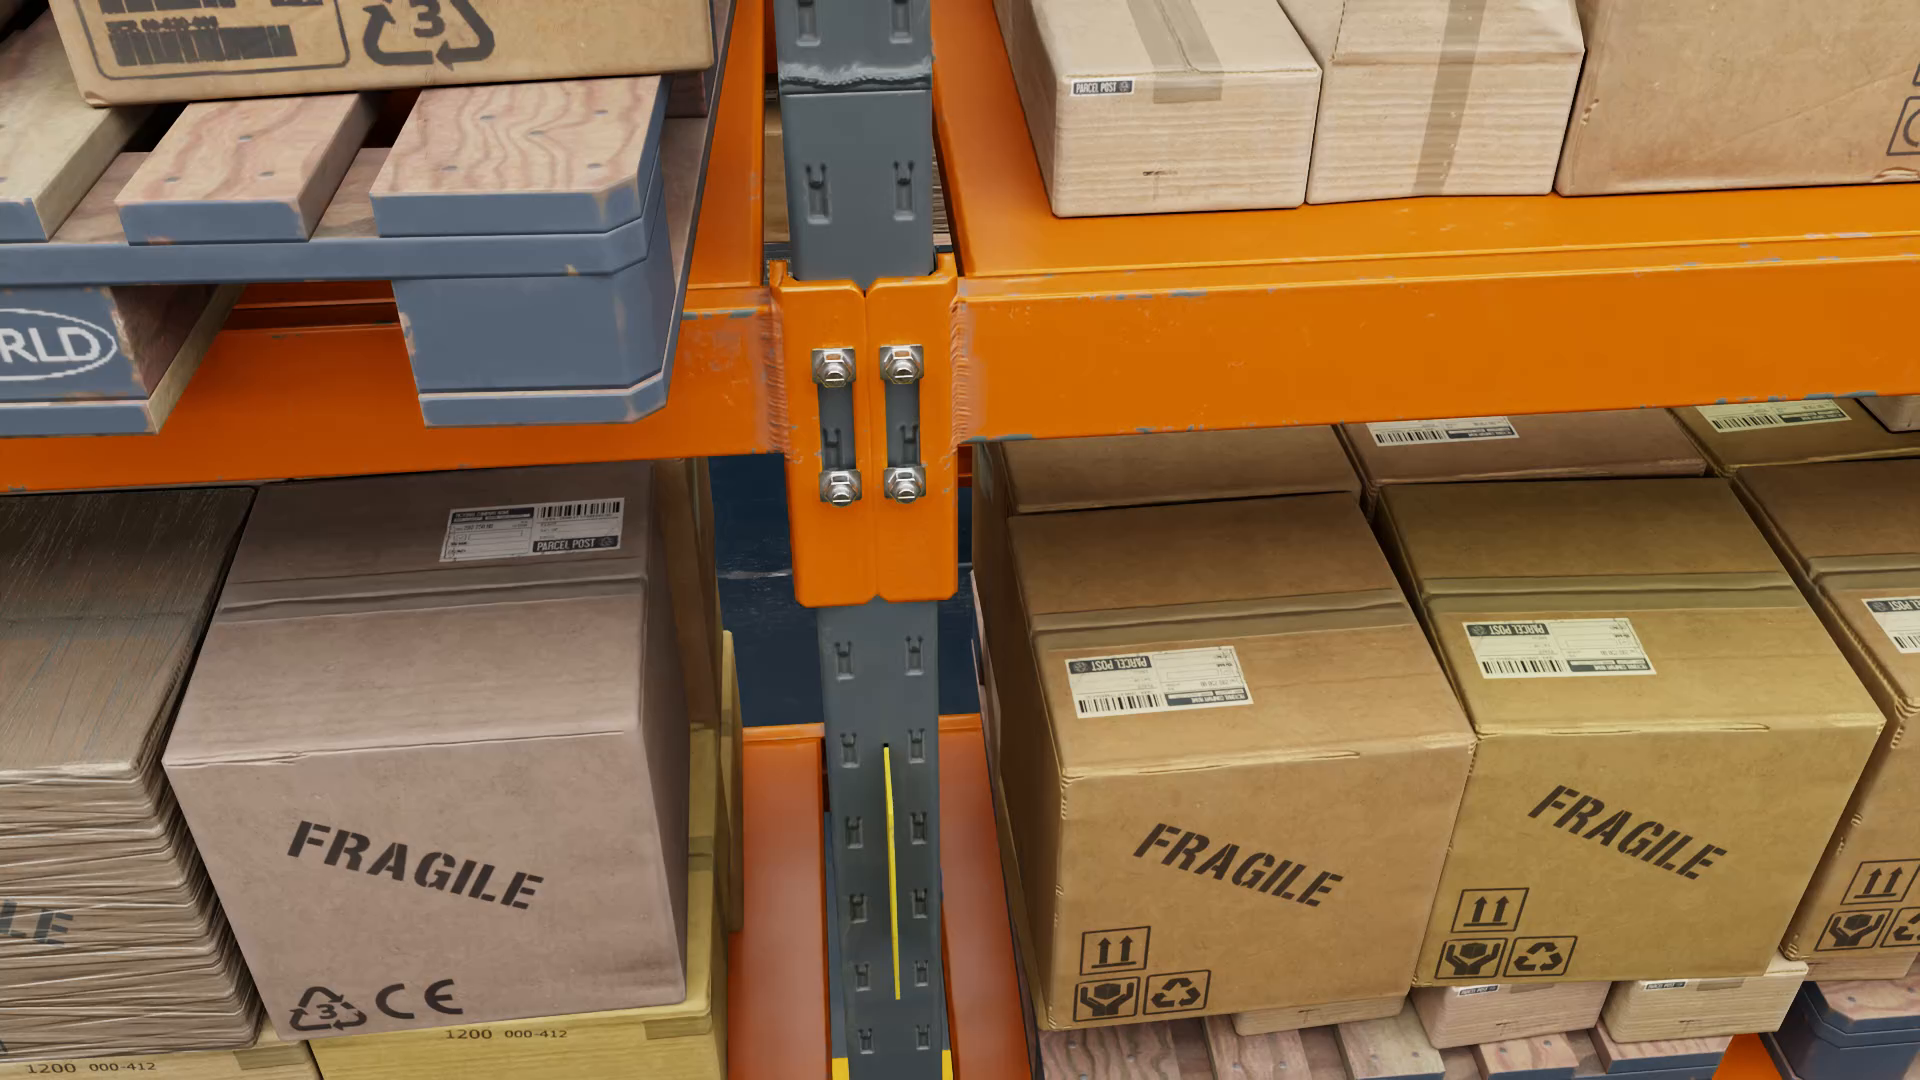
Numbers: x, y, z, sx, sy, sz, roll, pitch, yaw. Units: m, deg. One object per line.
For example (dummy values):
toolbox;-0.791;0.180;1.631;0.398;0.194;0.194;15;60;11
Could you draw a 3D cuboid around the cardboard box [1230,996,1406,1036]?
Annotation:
cardboard box;0.495;0.534;2.515;0.250;0.149;0.380;-5;39;-7

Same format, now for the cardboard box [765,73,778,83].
cardboard box;-1.018;-1.897;7.412;0.500;0.500;0.500;-2;38;-2

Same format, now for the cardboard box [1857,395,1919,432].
cardboard box;1.474;-0.341;2.577;0.250;0.149;0.380;-5;39;-6

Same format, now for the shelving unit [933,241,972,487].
shelving unit;0.014;-0.472;5.379;0.189;1.200;0.258;-3;38;-4

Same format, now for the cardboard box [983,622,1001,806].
cardboard box;0.176;0.269;2.851;0.250;0.149;0.380;-2;38;-2

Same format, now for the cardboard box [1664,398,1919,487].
cardboard box;1.315;-0.082;2.773;0.500;0.500;0.500;-6;39;-7

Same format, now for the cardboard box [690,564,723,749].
cardboard box;-0.657;0.237;2.746;0.500;0.250;0.500;-3;38;-4

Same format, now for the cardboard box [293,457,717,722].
cardboard box;-0.643;-0.057;2.513;0.500;0.500;0.500;-4;38;-5

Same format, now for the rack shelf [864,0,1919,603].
rack shelf;1.862;-0.506;2.129;4.000;0.370;1.077;-3;38;-4

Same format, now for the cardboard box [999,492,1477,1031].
cardboard box;0.339;0.296;2.294;0.500;0.500;0.500;-4;38;-5

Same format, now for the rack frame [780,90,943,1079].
rack frame;-0.130;0.499;2.697;0.127;3.000;1.000;-3;38;-4

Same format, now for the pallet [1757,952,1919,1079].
pallet;1.838;0.440;2.926;1.213;0.211;1.003;-3;38;-4

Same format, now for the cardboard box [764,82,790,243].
cardboard box;-0.976;-1.592;7.024;0.500;0.500;0.500;-2;38;-3

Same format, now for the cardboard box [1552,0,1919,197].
cardboard box;0.815;-0.764;1.795;0.500;0.500;0.700;-3;38;-4

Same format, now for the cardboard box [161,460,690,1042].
cardboard box;-0.622;0.257;2.115;0.500;0.500;0.500;-4;38;-5

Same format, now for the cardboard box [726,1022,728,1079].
cardboard box;-0.611;0.745;2.505;0.500;0.250;0.500;-4;38;-6

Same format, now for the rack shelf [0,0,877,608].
rack shelf;-2.122;-0.287;1.851;4.000;0.370;1.077;-3;38;-4

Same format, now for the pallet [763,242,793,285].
pallet;-1.320;-1.451;7.419;1.213;0.211;1.003;-3;38;-4

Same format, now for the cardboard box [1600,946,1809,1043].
cardboard box;1.047;0.546;2.501;0.250;0.149;0.380;-3;38;-4

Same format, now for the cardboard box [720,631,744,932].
cardboard box;-0.640;0.429;2.906;0.500;0.250;0.500;-4;38;-5

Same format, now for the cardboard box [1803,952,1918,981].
cardboard box;1.280;0.484;2.579;0.250;0.149;0.380;-1;38;-1

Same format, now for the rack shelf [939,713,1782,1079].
rack shelf;1.862;0.671;3.058;4.000;0.370;1.077;-3;38;-4

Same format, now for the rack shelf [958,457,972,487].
rack shelf;0.014;-0.249;5.556;0.180;0.103;0.258;-3;38;-4

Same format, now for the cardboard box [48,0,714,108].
cardboard box;-0.492;-0.771;1.461;0.637;0.503;0.797;-5;39;-7

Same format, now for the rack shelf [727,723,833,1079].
rack shelf;-2.122;0.891;2.780;4.000;0.370;1.077;-3;38;-4

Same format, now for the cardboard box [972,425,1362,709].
cardboard box;0.298;-0.019;2.692;0.500;0.500;0.500;-4;38;-5

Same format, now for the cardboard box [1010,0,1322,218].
cardboard box;0.199;-0.493;1.734;0.250;0.149;0.380;-3;38;-4

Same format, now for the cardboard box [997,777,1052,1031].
cardboard box;0.210;0.529;2.521;0.250;0.149;0.380;-5;39;-7

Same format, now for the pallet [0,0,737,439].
pallet;-0.767;-0.537;1.740;1.003;0.211;1.213;-1;38;-2

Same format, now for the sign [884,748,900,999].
sign;-0.078;0.386;1.904;0.005;0.325;0.100;-3;38;-4

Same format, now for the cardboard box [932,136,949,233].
cardboard box;0.049;-1.822;7.216;0.625;0.625;0.875;-2;38;-3

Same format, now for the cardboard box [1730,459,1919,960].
cardboard box;1.385;0.230;2.378;0.500;0.500;0.500;-3;38;-3

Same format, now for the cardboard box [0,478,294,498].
cardboard box;-1.136;-0.024;2.471;0.500;0.500;0.500;-3;38;-4

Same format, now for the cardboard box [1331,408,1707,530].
cardboard box;0.812;-0.054;2.737;0.500;0.500;0.500;-4;38;-5

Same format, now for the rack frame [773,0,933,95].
rack frame;-0.130;-1.857;0.838;0.127;3.000;1.000;-3;38;-4

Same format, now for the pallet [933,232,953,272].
pallet;0.250;-1.490;7.468;1.213;0.211;1.003;-3;38;-4

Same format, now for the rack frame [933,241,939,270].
rack frame;-0.077;-0.467;5.373;0.006;1.200;0.240;-3;38;-4

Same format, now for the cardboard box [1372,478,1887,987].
cardboard box;0.857;0.263;2.335;0.500;0.500;0.500;-1;38;-2

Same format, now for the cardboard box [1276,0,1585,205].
cardboard box;0.453;-0.553;1.716;0.258;0.266;0.396;-3;38;-4

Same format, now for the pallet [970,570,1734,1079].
pallet;0.570;0.469;2.889;1.003;0.211;1.213;-3;38;-4

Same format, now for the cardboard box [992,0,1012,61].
cardboard box;0.165;-0.727;2.031;0.250;0.149;0.380;-3;38;-4

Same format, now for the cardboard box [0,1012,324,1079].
cardboard box;-1.100;0.575;2.317;0.500;0.250;0.500;-4;38;-5

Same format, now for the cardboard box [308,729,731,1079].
cardboard box;-0.590;0.545;2.356;0.500;0.250;0.500;-3;38;-4

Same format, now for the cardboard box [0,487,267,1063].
cardboard box;-1.132;0.290;2.073;0.500;0.500;0.500;-3;38;-3

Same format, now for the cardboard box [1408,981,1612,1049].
cardboard box;0.771;0.548;2.498;0.250;0.149;0.380;-6;39;-7

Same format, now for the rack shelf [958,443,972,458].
rack shelf;0.014;-0.343;5.481;0.180;0.103;0.258;-3;38;-4
